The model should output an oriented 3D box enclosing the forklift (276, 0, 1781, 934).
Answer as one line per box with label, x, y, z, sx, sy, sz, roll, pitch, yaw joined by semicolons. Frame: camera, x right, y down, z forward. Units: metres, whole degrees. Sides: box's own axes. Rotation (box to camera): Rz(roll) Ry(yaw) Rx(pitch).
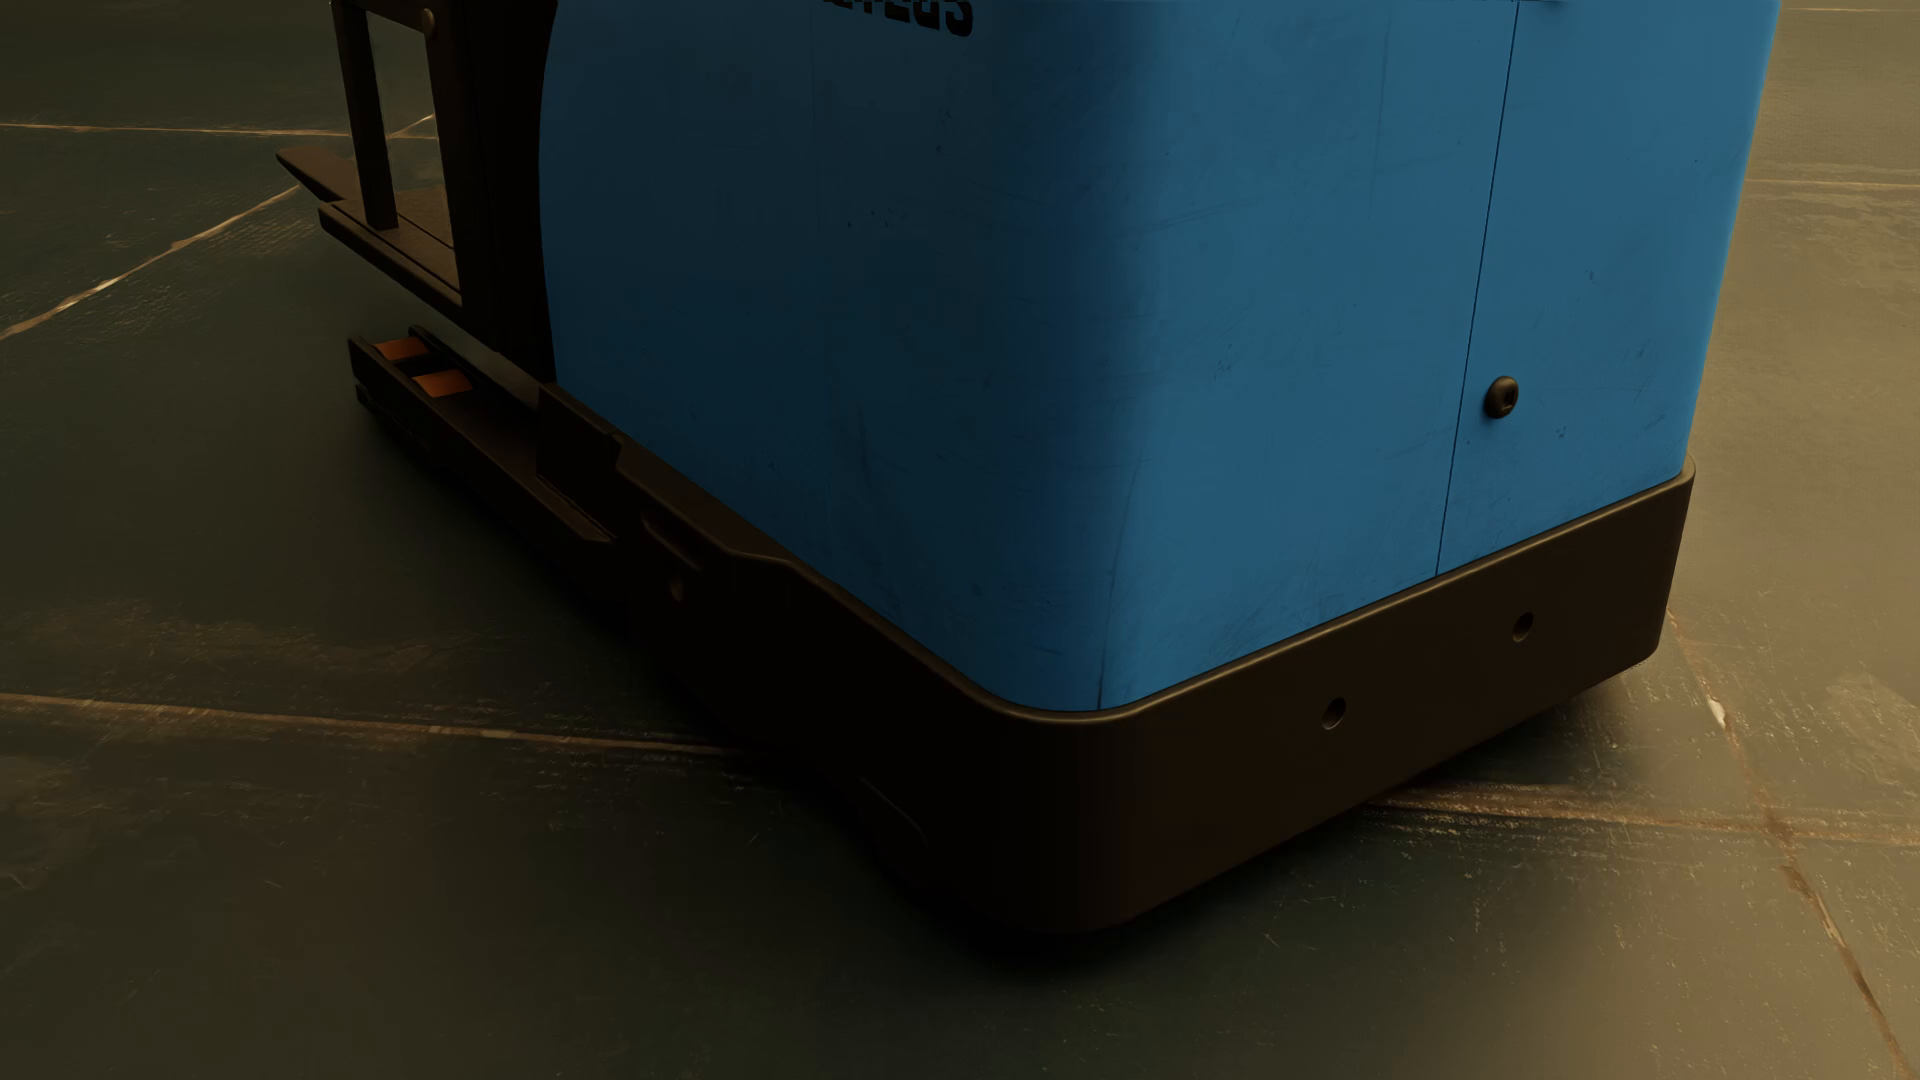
forklift;-0.388;-1.536;2.297;1.130;2.935;3.031;-18;32;-32
